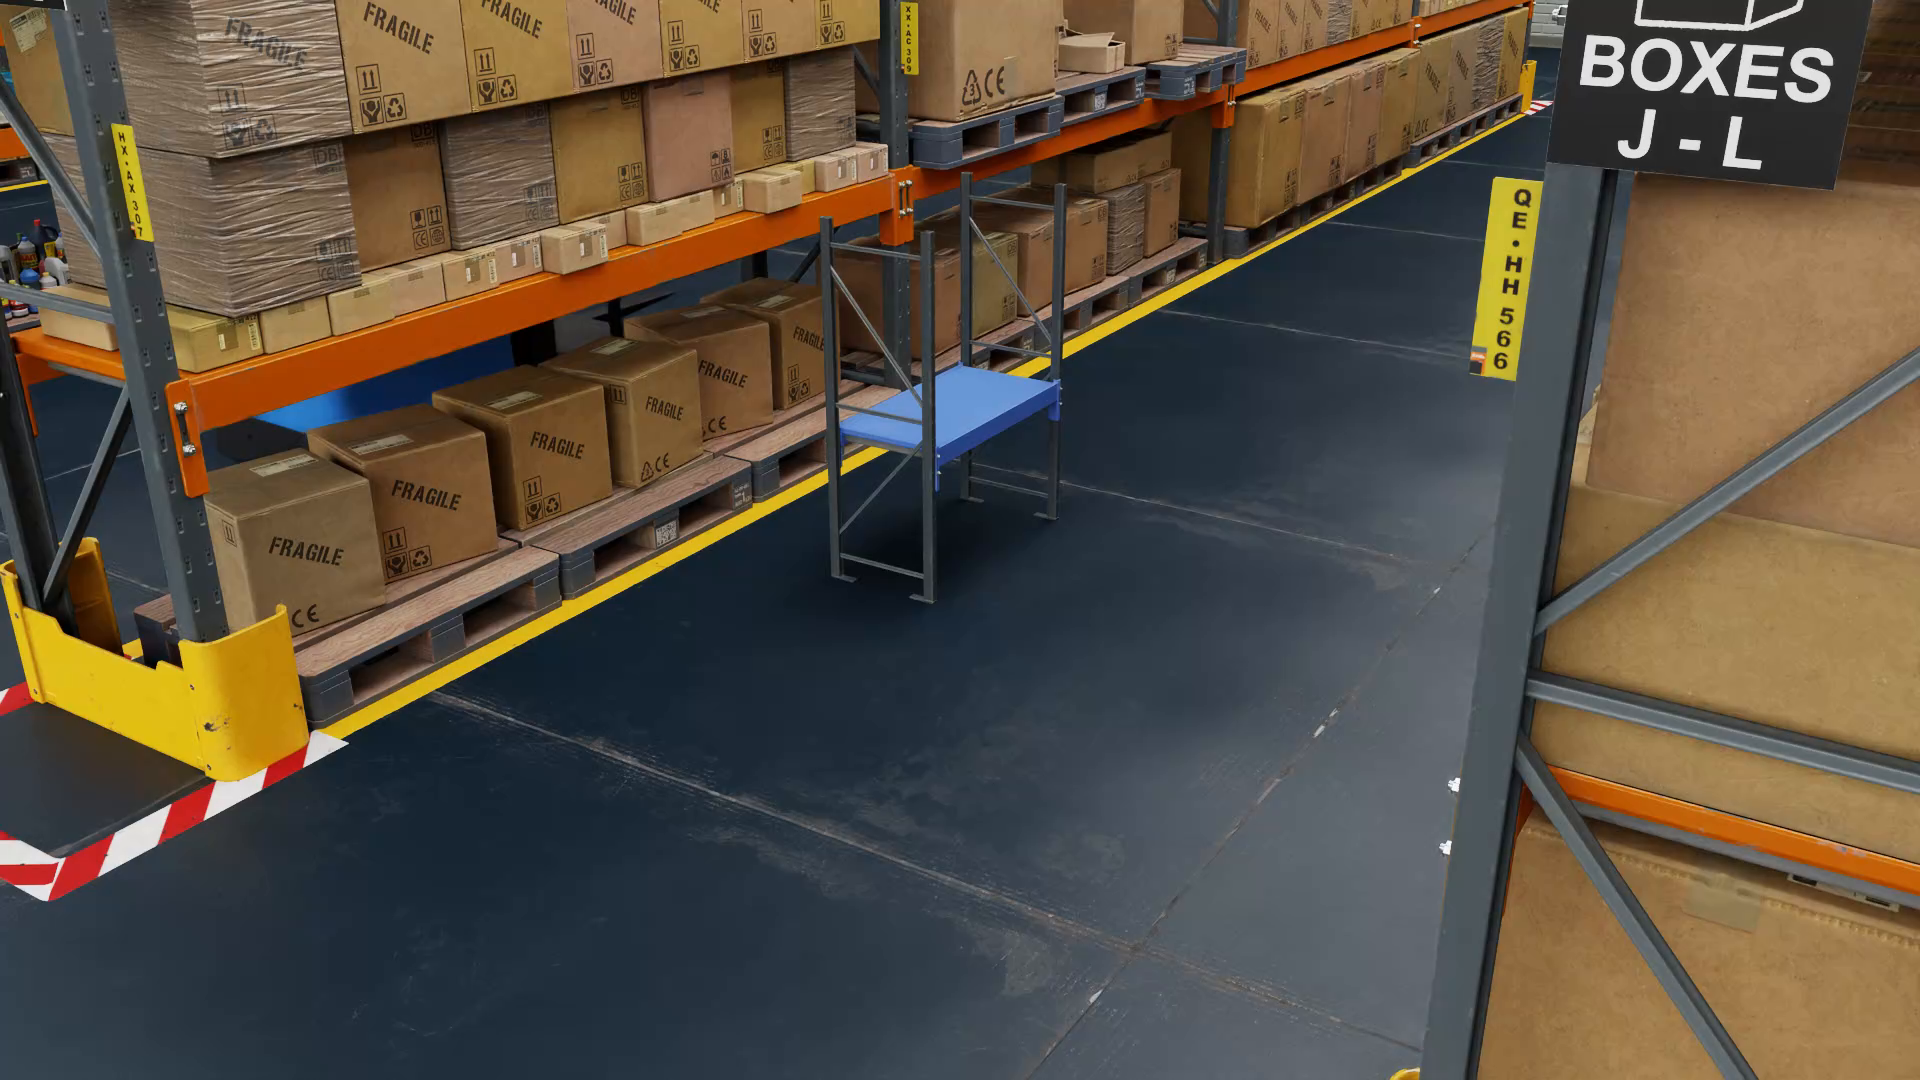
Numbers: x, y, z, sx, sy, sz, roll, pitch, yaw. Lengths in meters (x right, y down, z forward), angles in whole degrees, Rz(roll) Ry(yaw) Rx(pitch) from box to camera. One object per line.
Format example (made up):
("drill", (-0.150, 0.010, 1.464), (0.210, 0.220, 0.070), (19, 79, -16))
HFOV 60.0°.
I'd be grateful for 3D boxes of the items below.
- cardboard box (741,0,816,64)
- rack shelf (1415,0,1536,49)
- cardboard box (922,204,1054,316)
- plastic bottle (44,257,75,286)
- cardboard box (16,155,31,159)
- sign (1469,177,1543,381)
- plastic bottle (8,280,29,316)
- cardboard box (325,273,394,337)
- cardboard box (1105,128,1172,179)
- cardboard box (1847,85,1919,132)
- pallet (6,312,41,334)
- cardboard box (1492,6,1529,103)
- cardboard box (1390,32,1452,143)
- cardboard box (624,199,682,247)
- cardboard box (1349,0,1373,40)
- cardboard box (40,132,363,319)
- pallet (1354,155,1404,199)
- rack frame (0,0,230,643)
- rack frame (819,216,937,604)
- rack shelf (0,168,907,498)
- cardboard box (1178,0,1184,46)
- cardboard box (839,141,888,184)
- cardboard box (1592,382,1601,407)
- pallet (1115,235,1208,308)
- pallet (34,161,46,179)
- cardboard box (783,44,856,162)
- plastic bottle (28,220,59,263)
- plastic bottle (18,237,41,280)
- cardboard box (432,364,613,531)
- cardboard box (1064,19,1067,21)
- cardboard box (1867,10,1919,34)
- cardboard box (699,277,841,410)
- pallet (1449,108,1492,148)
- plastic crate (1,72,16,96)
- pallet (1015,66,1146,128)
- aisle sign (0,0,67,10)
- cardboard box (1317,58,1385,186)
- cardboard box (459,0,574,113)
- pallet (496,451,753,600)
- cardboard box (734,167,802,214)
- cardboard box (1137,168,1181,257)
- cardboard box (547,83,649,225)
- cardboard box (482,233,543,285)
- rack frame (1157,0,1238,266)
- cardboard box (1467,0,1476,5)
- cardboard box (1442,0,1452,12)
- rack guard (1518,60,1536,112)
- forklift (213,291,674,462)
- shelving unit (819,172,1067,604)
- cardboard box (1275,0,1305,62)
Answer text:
("cardboard box", (-0.973, -2.345, 7.131), (0.500, 0.500, 0.500), (14, 27, 29))
("rack shelf", (4.568, -5.127, 16.223), (1.077, 0.370, 4.000), (14, 27, 29))
("cardboard box", (0.198, -1.685, 9.960), (0.700, 0.500, 0.500), (11, 26, 24))
("plastic bottle", (-5.370, -1.566, 9.967), (0.152, 0.276, 0.135), (14, 27, 30))
("cardboard box", (-8.156, -3.522, 14.542), (0.500, 0.250, 0.500), (13, 27, 27))
("sign", (0.890, -0.417, 2.682), (0.100, 0.325, 0.005), (14, 27, 29))
("plastic bottle", (-5.517, -1.417, 9.716), (0.097, 0.201, 0.097), (0, 23, 0))
("cardboard box", (-2.171, -0.824, 5.695), (0.380, 0.149, 0.250), (14, 27, 29))
("cardboard box", (1.076, -2.598, 11.125), (0.500, 0.250, 0.500), (15, 28, 31))
("cardboard box", (1.784, -0.545, 3.185), (0.875, 0.550, 0.550), (14, 27, 29))
("pallet", (-5.947, -1.209, 9.777), (1.003, 0.211, 1.213), (14, 27, 29))
("cardboard box", (5.354, -5.117, 17.440), (0.875, 0.875, 0.875), (14, 27, 29))
("cardboard box", (3.930, -4.206, 15.335), (0.875, 0.875, 0.875), (14, 27, 29))
("cardboard box", (-1.374, -1.329, 6.861), (0.380, 0.149, 0.250), (14, 27, 29))
("cardboard box", (2.962, -4.269, 13.211), (0.500, 0.500, 0.500), (14, 27, 28))
("cardboard box", (-2.503, -1.094, 5.502), (0.875, 0.500, 0.500), (14, 27, 29))
("pallet", (3.170, -3.226, 14.437), (1.003, 0.211, 1.213), (14, 27, 29))
("rack frame", (-2.816, -0.732, 5.165), (1.000, 3.000, 0.127), (14, 27, 29))
("rack frame", (-0.313, -0.488, 6.489), (0.500, 1.500, 0.032), (14, 27, 29))
("rack shelf", (-1.761, -1.077, 6.867), (1.077, 0.370, 4.000), (14, 27, 29))
("cardboard box", (1.153, -3.480, 10.858), (0.500, 0.500, 0.500), (10, 25, 23))
("cardboard box", (-0.570, -1.832, 8.024), (0.380, 0.149, 0.250), (14, 27, 29))
("cardboard box", (1.773, -0.052, 3.406), (0.875, 0.550, 0.550), (14, 27, 29))
("pallet", (0.990, -1.889, 11.348), (1.003, 0.211, 1.213), (14, 27, 29))
("pallet", (-8.122, -3.550, 15.184), (1.003, 0.211, 1.213), (14, 27, 29))
("cardboard box", (-0.996, -2.125, 7.884), (0.875, 0.500, 0.500), (14, 27, 29))
("plastic bottle", (-5.792, -1.857, 10.544), (0.144, 0.351, 0.185), (13, 26, 27))
("plastic bottle", (-5.838, -1.763, 10.427), (0.097, 0.271, 0.097), (0, 23, 0))
("cardboard box", (-1.840, -0.401, 7.018), (0.500, 0.500, 0.500), (17, 29, 34))
("cardboard box", (0.324, -3.038, 10.153), (0.500, 0.250, 0.500), (13, 27, 27))
("cardboard box", (2.637, -1.092, 4.449), (0.875, 0.550, 0.550), (14, 27, 29))
("cardboard box", (-0.951, -1.001, 8.404), (0.500, 0.500, 0.500), (13, 27, 27))
("pallet", (4.624, -4.156, 16.585), (1.003, 0.211, 1.213), (14, 27, 29))
("plastic crate", (-5.267, -2.621, 9.716), (0.499, 0.251, 0.616), (14, 27, 29))
("pallet", (0.394, -2.667, 9.877), (1.003, 0.211, 1.213), (14, 27, 29))
("aisle sign", (-2.594, -1.841, 4.455), (0.394, 0.787, 0.004), (14, 27, 29))
("cardboard box", (2.722, -3.478, 13.654), (1.225, 0.875, 0.875), (13, 27, 27))
("cardboard box", (-1.763, -1.838, 5.961), (0.500, 0.500, 0.500), (14, 27, 29))
("pallet", (-1.673, -0.155, 7.342), (1.003, 0.211, 1.213), (14, 27, 29))
("cardboard box", (-0.930, -1.571, 7.419), (0.380, 0.149, 0.250), (14, 27, 29))
("cardboard box", (1.067, -2.256, 11.279), (0.700, 0.500, 0.500), (12, 26, 26))
("cardboard box", (-1.767, -1.614, 6.702), (0.875, 0.500, 0.500), (14, 27, 29))
("cardboard box", (-1.810, -1.086, 6.299), (0.380, 0.149, 0.250), (14, 27, 29))
("rack frame", (1.404, -3.432, 11.402), (1.000, 3.000, 0.127), (14, 27, 29))
("cardboard box", (4.635, -5.134, 15.651), (0.380, 0.149, 0.250), (14, 27, 30))
("cardboard box", (4.229, -4.875, 15.051), (0.380, 0.149, 0.250), (15, 28, 31))
("rack guard", (5.636, -4.993, 18.155), (1.175, 0.500, 0.348), (14, 27, 29))
("forklift", (-2.373, -2.099, 8.410), (1.130, 2.935, 3.031), (15, 28, 31))
("shelving unit", (-0.045, -0.659, 6.886), (0.538, 1.500, 1.048), (14, 27, 29))
("cardboard box", (2.161, -3.759, 12.033), (0.500, 0.500, 0.500), (13, 27, 28))
